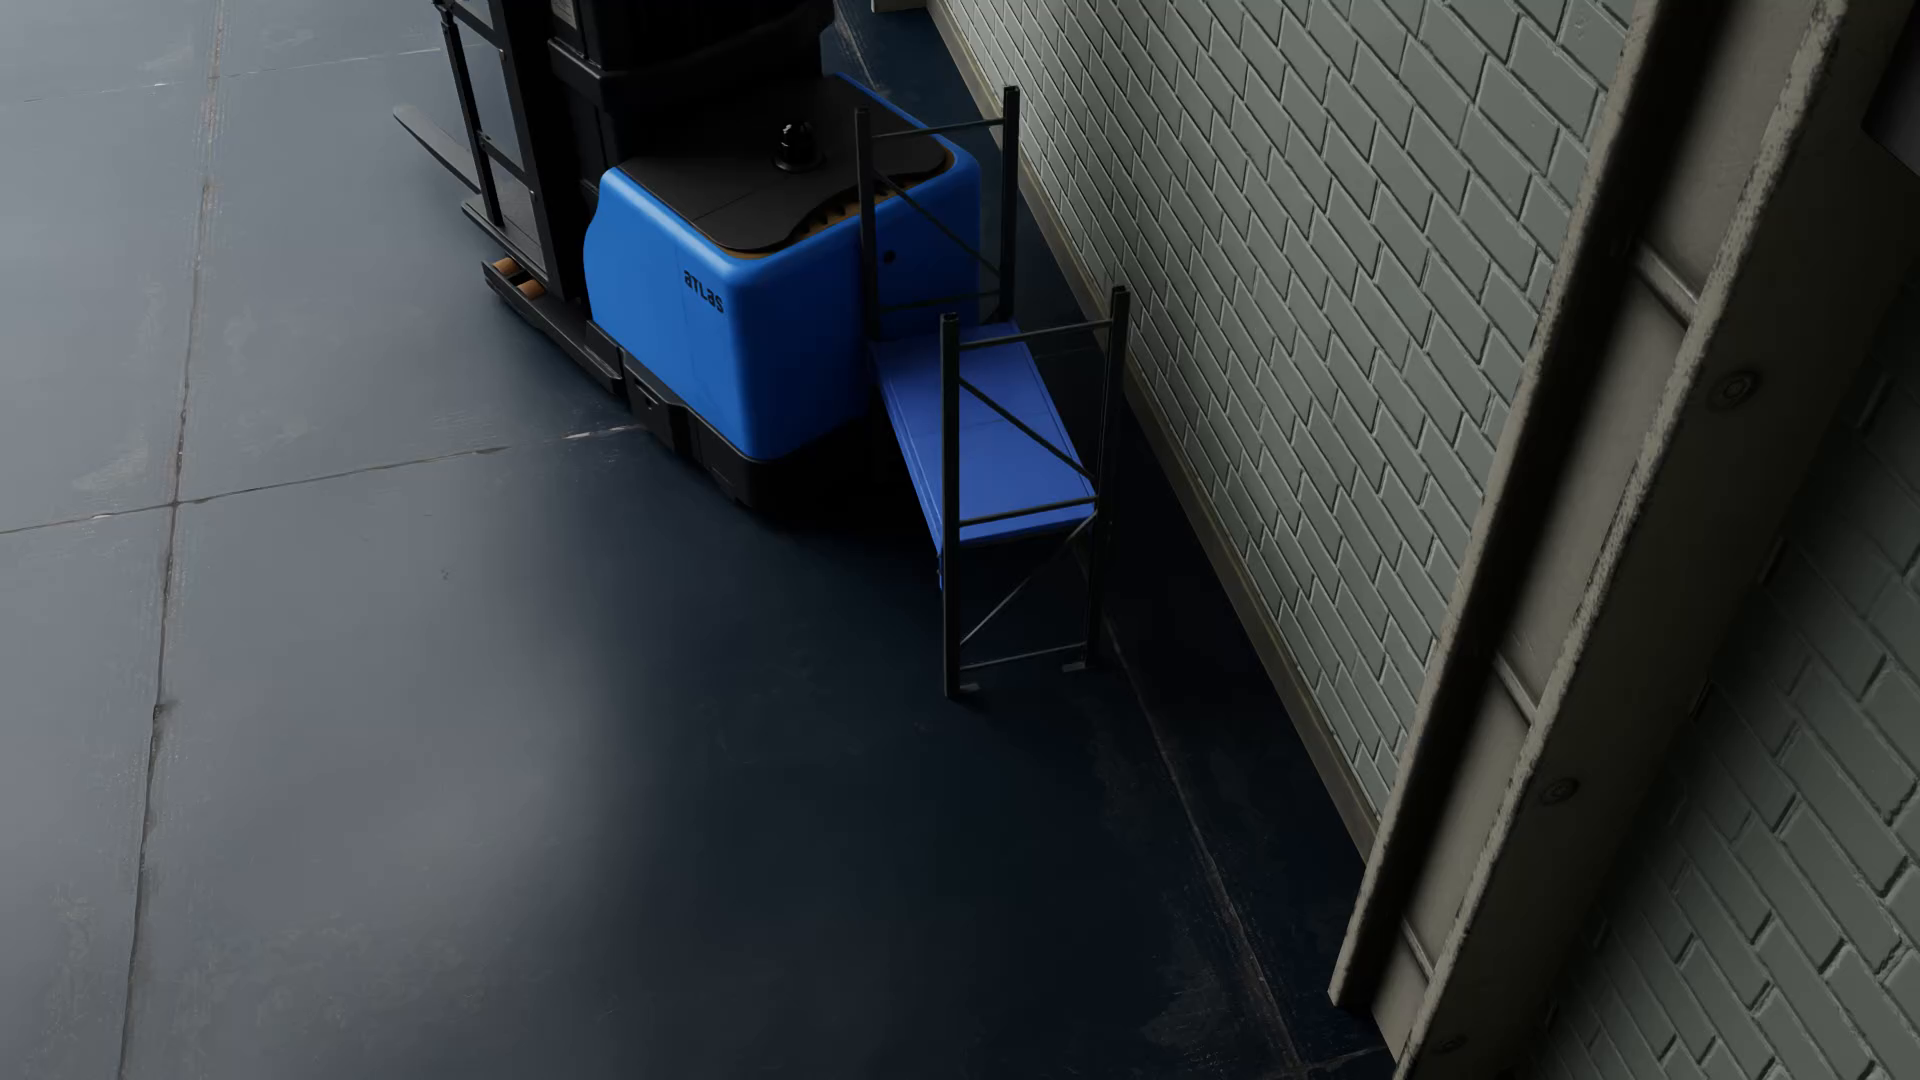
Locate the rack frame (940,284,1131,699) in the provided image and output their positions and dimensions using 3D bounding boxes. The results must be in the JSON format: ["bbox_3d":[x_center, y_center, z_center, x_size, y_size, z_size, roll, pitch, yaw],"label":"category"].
[{"bbox_3d":[0.195,-0.080,4.778,0.500,1.500,0.032,-11,47,-10],"label":"rack frame"}]

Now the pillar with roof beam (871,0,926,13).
[{"bbox_3d":[-4.495,-5.169,4.515,9.100,9.000,0.400,-11,47,-10],"label":"pillar with roof beam"}]

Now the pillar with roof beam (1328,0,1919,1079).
[{"bbox_3d":[-2.959,-1.026,0.455,9.100,9.000,0.400,-11,47,-10],"label":"pillar with roof beam"}]

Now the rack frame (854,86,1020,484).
[{"bbox_3d":[-0.066,-0.782,5.466,0.500,1.500,0.032,-11,47,-10],"label":"rack frame"}]

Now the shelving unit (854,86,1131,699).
[{"bbox_3d":[0.064,-0.431,5.122,0.538,1.500,1.048,-11,47,-10],"label":"shelving unit"}]

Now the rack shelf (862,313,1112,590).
[{"bbox_3d":[0.064,-0.305,5.251,0.538,0.185,1.000,-11,47,-10],"label":"rack shelf"}]

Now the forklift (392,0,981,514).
[{"bbox_3d":[-1.253,-2.097,5.753,1.130,2.935,3.031,-32,53,-27],"label":"forklift"}]
